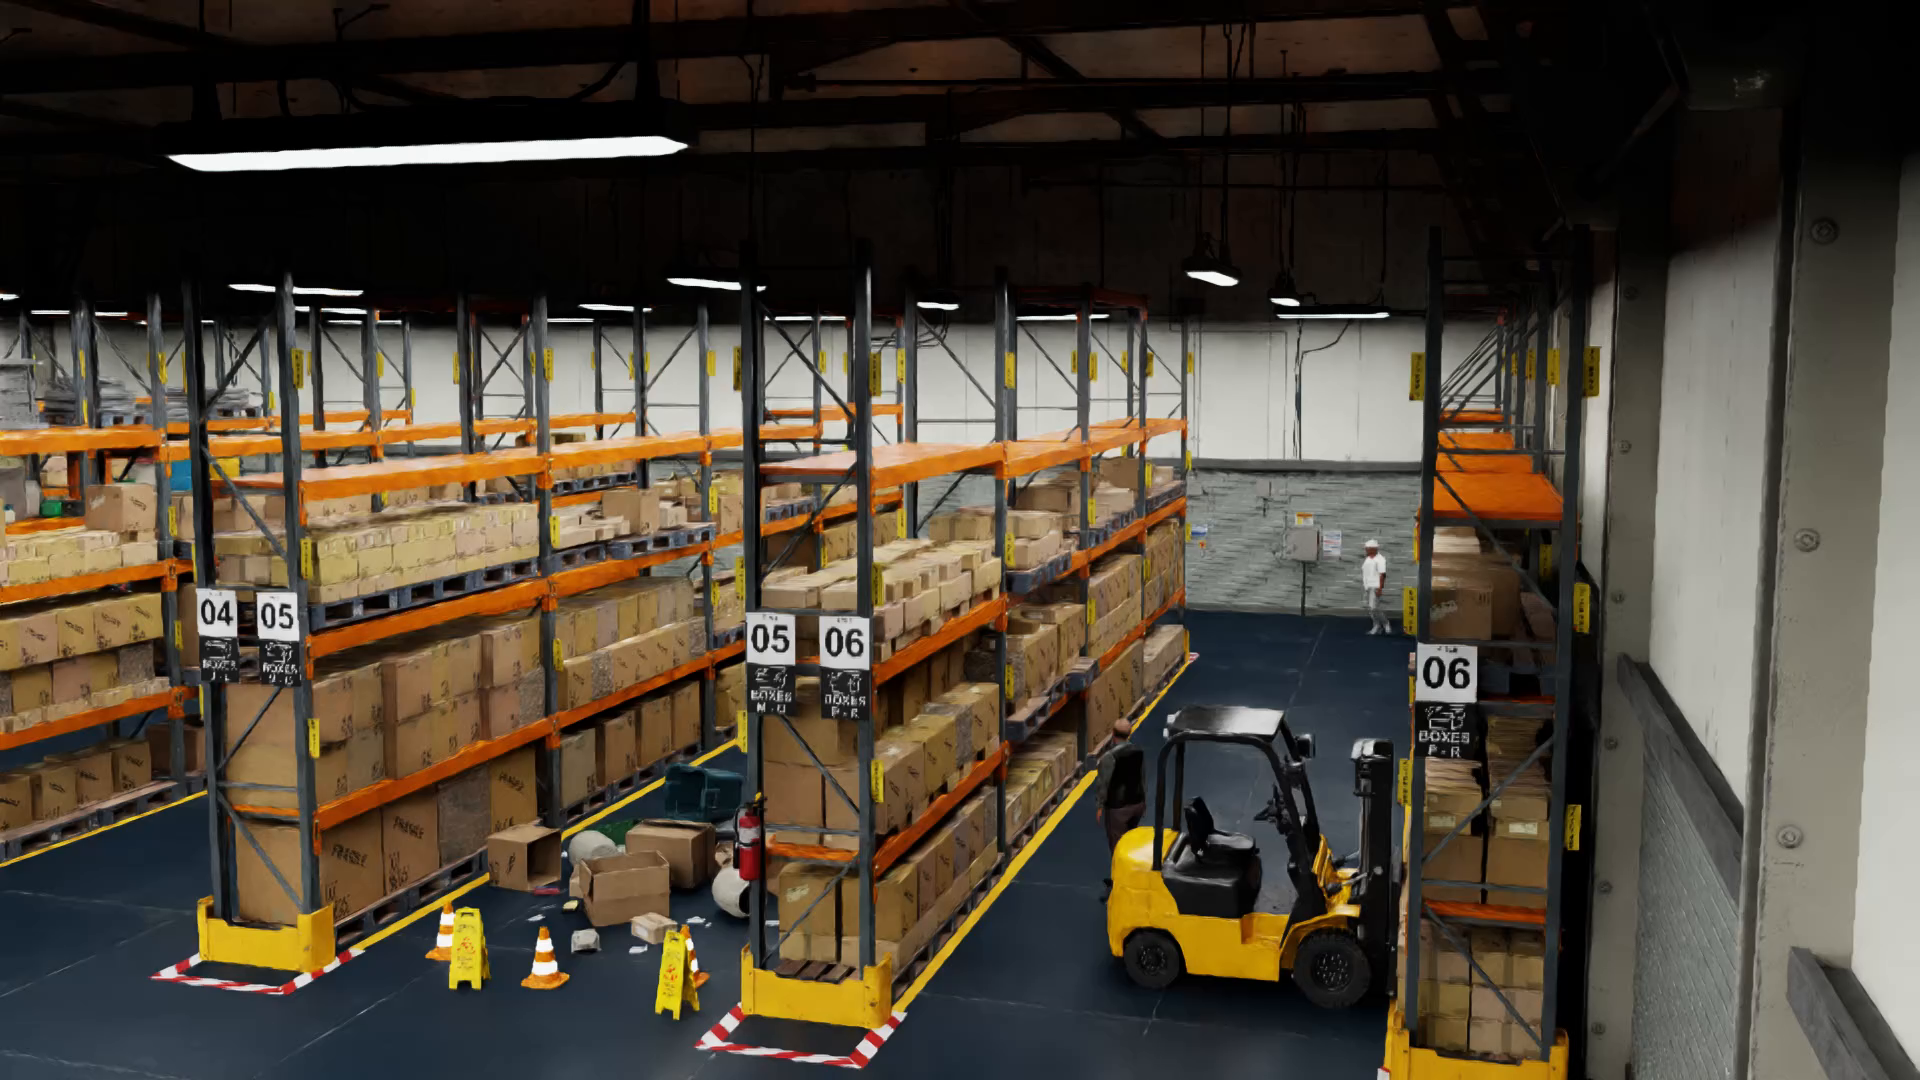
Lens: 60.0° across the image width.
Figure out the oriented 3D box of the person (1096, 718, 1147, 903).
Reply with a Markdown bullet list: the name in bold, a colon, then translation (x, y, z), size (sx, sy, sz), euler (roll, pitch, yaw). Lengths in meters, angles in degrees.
- **person**: translation (1.516, 2.537, 15.802), size (0.626, 1.709, 0.576), euler (-6, 9, -42)

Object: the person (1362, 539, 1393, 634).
- **person**: translation (7.665, 0.862, 30.561), size (0.457, 1.760, 0.714), euler (-2, 7, -18)

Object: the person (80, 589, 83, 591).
- **person**: translation (-14.863, 1.277, 28.008), size (0.417, 1.512, 1.034), euler (2, 7, 15)
